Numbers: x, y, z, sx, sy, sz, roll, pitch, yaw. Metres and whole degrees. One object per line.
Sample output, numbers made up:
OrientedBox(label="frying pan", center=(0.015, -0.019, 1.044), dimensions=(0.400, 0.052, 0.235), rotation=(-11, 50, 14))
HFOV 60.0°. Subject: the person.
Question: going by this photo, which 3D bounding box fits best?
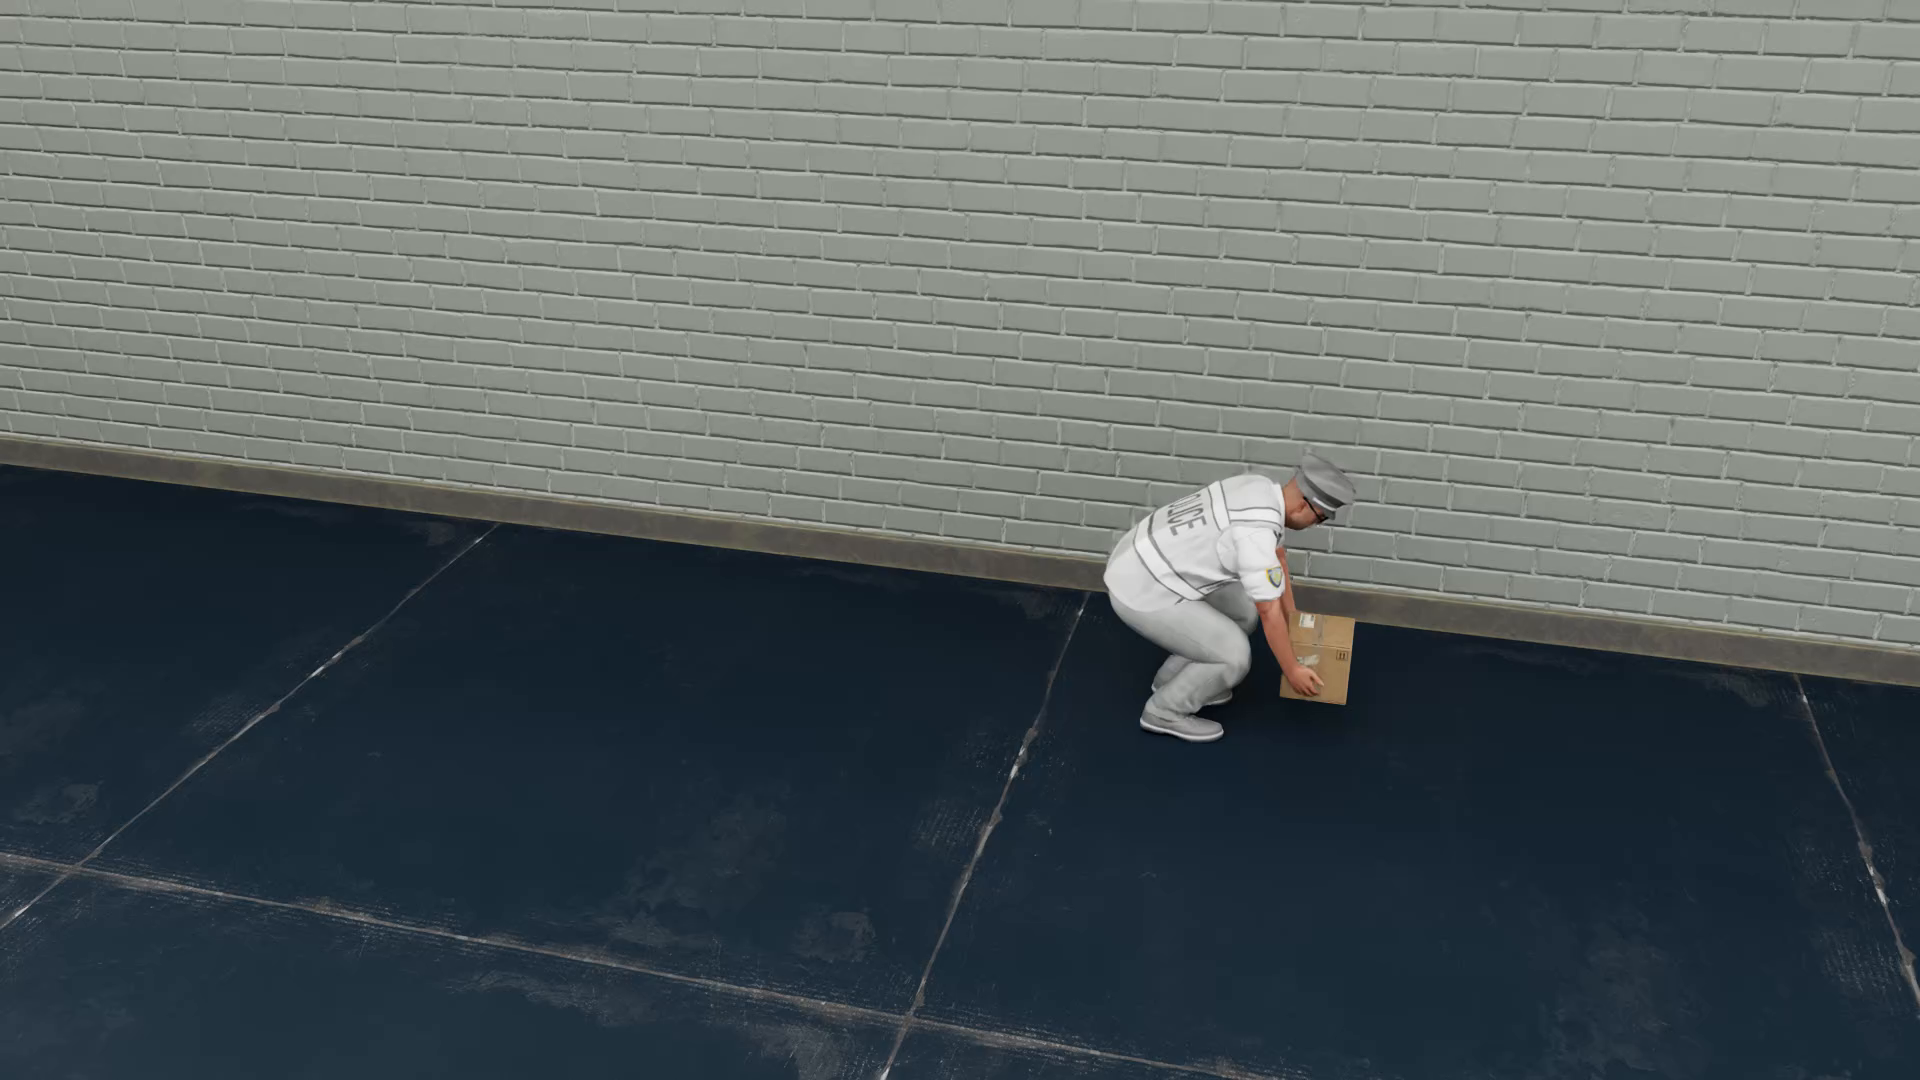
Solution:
OrientedBox(label="person", center=(1.023, 0.191, 6.443), dimensions=(0.912, 1.121, 0.576), rotation=(6, 26, 13))
